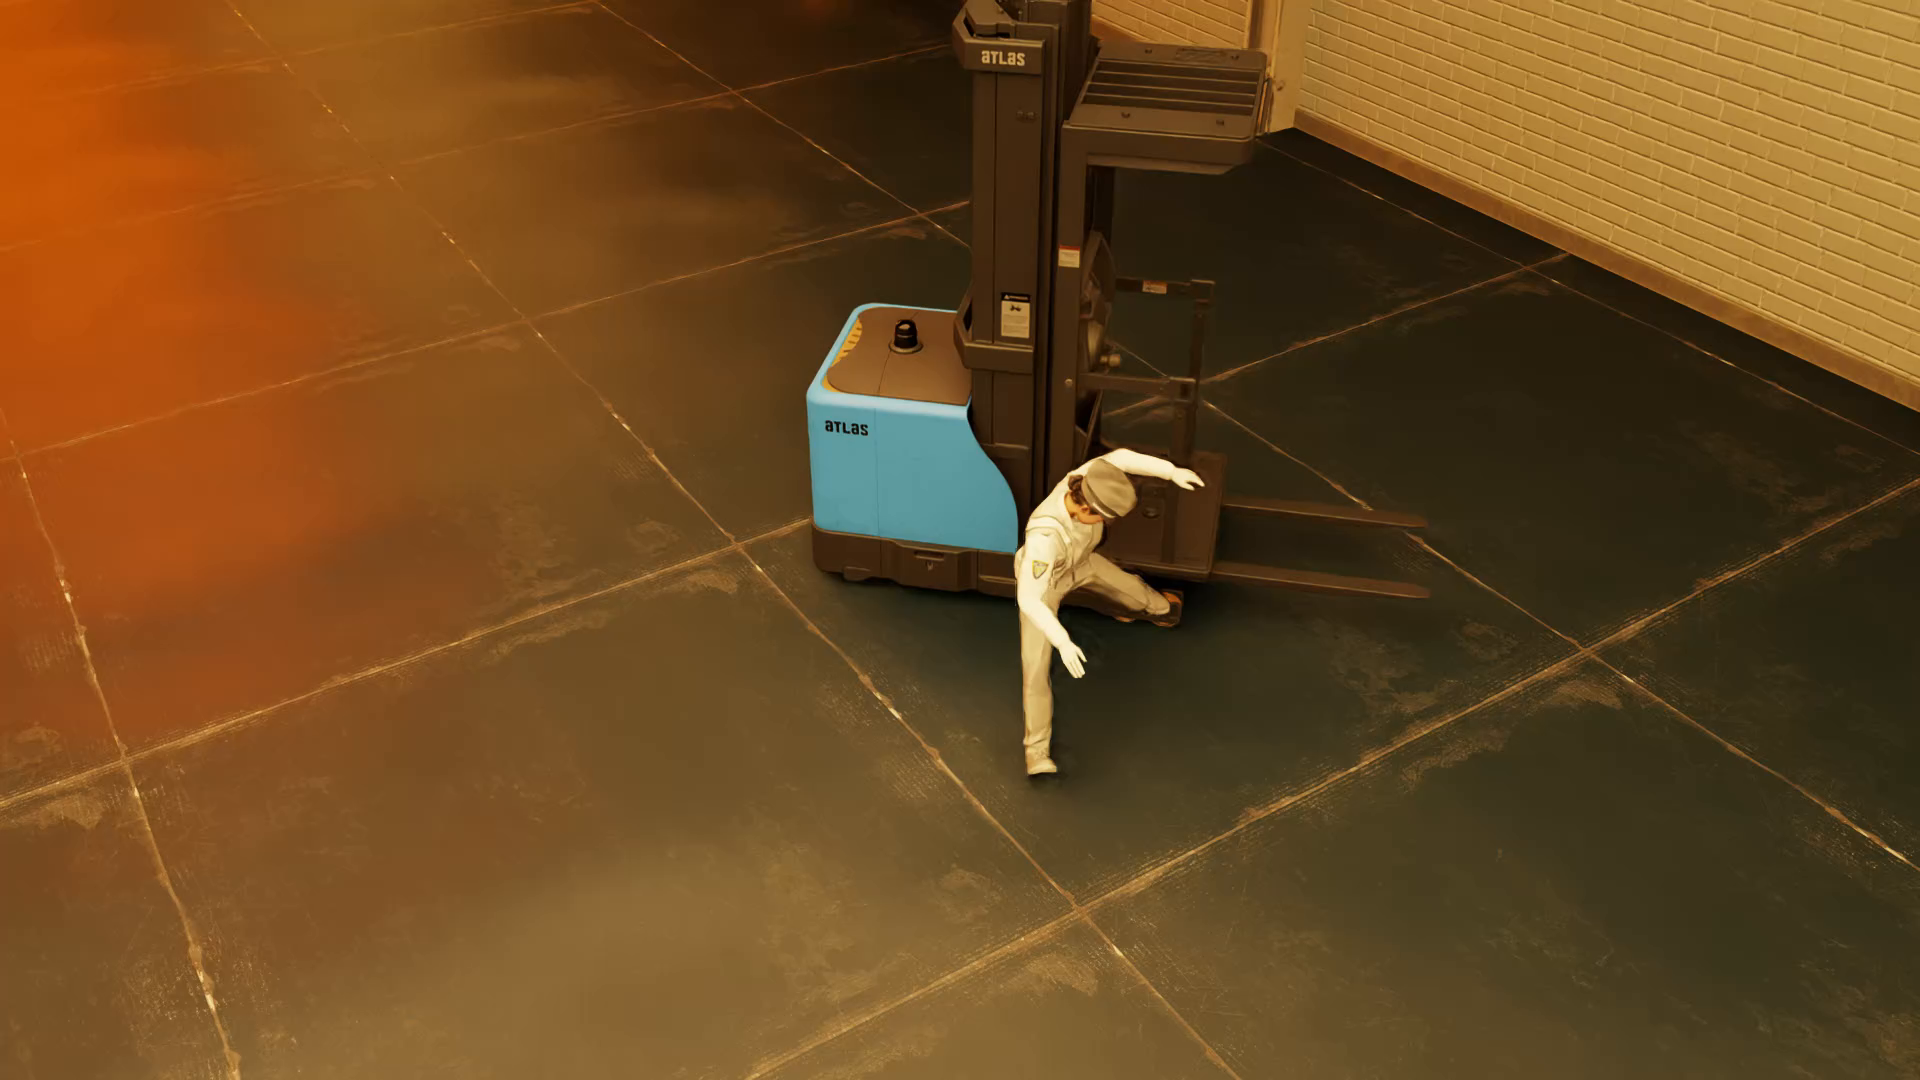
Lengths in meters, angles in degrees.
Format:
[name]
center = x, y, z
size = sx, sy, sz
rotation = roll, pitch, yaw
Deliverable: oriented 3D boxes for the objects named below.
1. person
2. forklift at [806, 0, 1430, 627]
[person]
center = 0.598, 0.178, 7.260
size = 1.279, 1.372, 0.761
rotation = -25, 42, -31
[forklift]
center = 0.828, -1.111, 7.728
size = 3.031, 2.935, 1.130
rotation = 7, 36, 10
